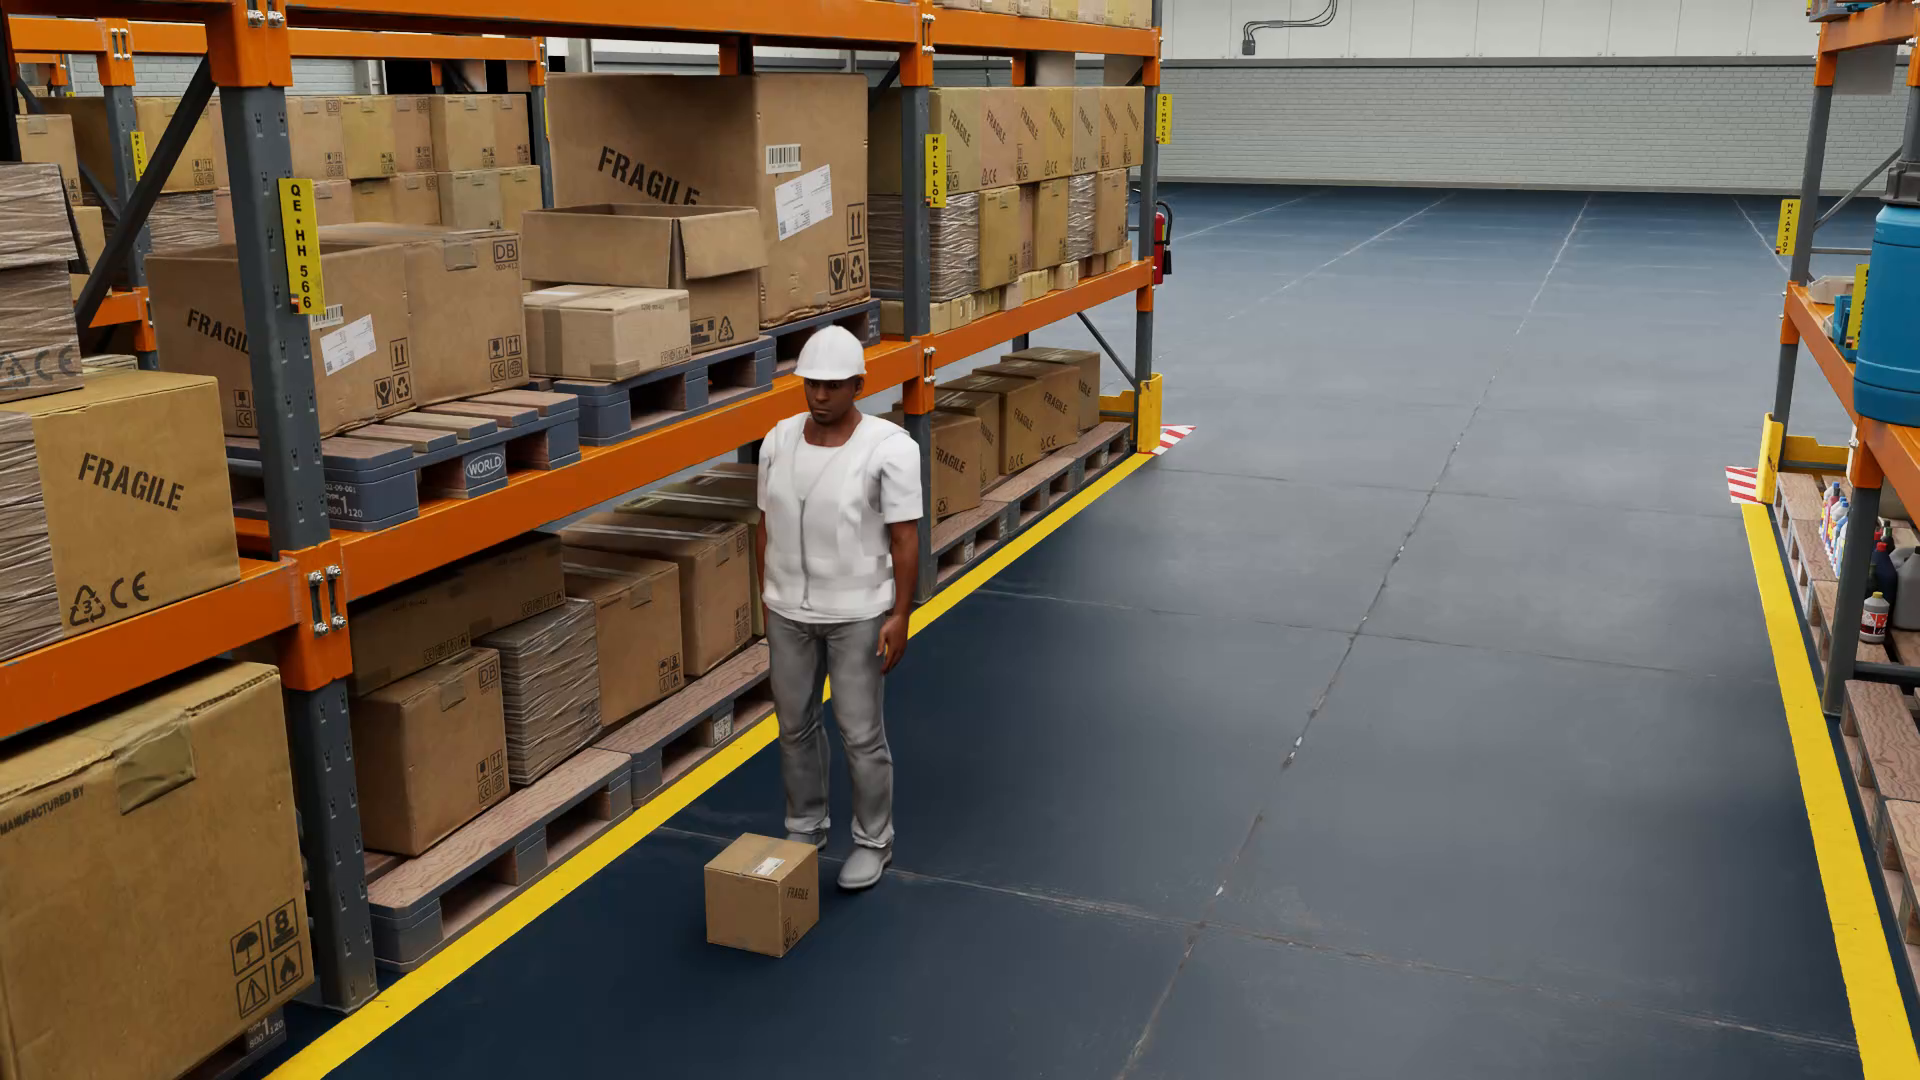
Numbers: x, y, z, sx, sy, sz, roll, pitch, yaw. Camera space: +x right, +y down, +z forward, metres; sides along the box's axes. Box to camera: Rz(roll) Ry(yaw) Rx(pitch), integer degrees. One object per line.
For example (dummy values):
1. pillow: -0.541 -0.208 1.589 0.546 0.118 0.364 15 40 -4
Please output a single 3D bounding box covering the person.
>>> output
1. person: -0.394 0.219 5.203 0.564 1.774 0.358 6 17 22
